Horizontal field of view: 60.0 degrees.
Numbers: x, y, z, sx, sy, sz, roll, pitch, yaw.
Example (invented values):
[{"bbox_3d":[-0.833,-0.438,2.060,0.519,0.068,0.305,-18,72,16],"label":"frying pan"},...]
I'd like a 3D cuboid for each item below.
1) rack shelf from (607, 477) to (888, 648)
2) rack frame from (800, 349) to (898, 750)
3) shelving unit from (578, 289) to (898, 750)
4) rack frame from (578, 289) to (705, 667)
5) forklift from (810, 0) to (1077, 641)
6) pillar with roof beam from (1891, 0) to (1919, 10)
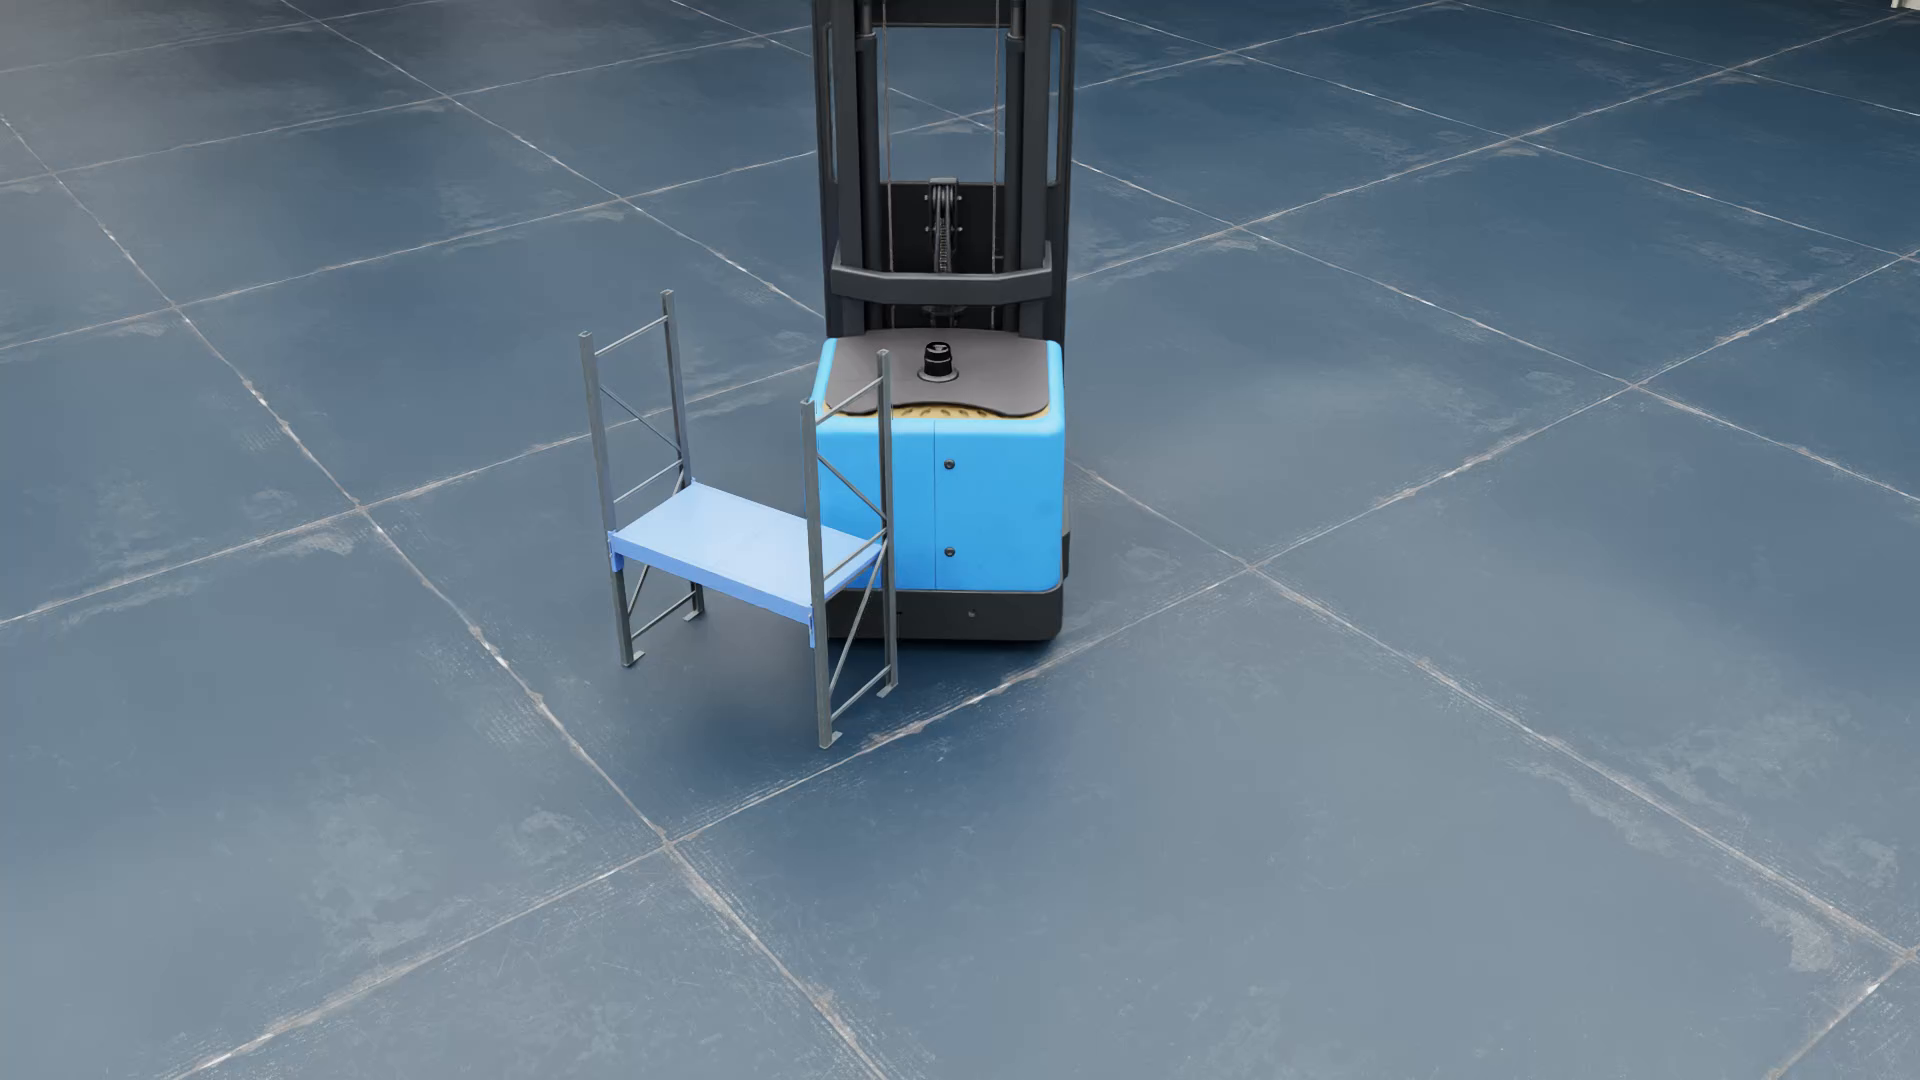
[{"bbox_3d":[-0.830,0.071,6.555,1.000,0.185,0.538,18,36,27],"label":"rack shelf"},{"bbox_3d":[-0.399,0.061,6.230,0.032,1.500,0.500,18,36,27],"label":"rack frame"},{"bbox_3d":[-0.830,-0.082,6.460,1.048,1.500,0.538,18,36,27],"label":"shelving unit"},{"bbox_3d":[-1.260,-0.225,6.690,0.032,1.500,0.500,18,36,27],"label":"rack frame"},{"bbox_3d":[-0.058,-1.568,7.496,1.130,2.935,3.031,1,32,1],"label":"forklift"},{"bbox_3d":[5.810,-7.539,11.359,9.100,9.000,0.400,-22,38,-31],"label":"pillar with roof beam"}]
